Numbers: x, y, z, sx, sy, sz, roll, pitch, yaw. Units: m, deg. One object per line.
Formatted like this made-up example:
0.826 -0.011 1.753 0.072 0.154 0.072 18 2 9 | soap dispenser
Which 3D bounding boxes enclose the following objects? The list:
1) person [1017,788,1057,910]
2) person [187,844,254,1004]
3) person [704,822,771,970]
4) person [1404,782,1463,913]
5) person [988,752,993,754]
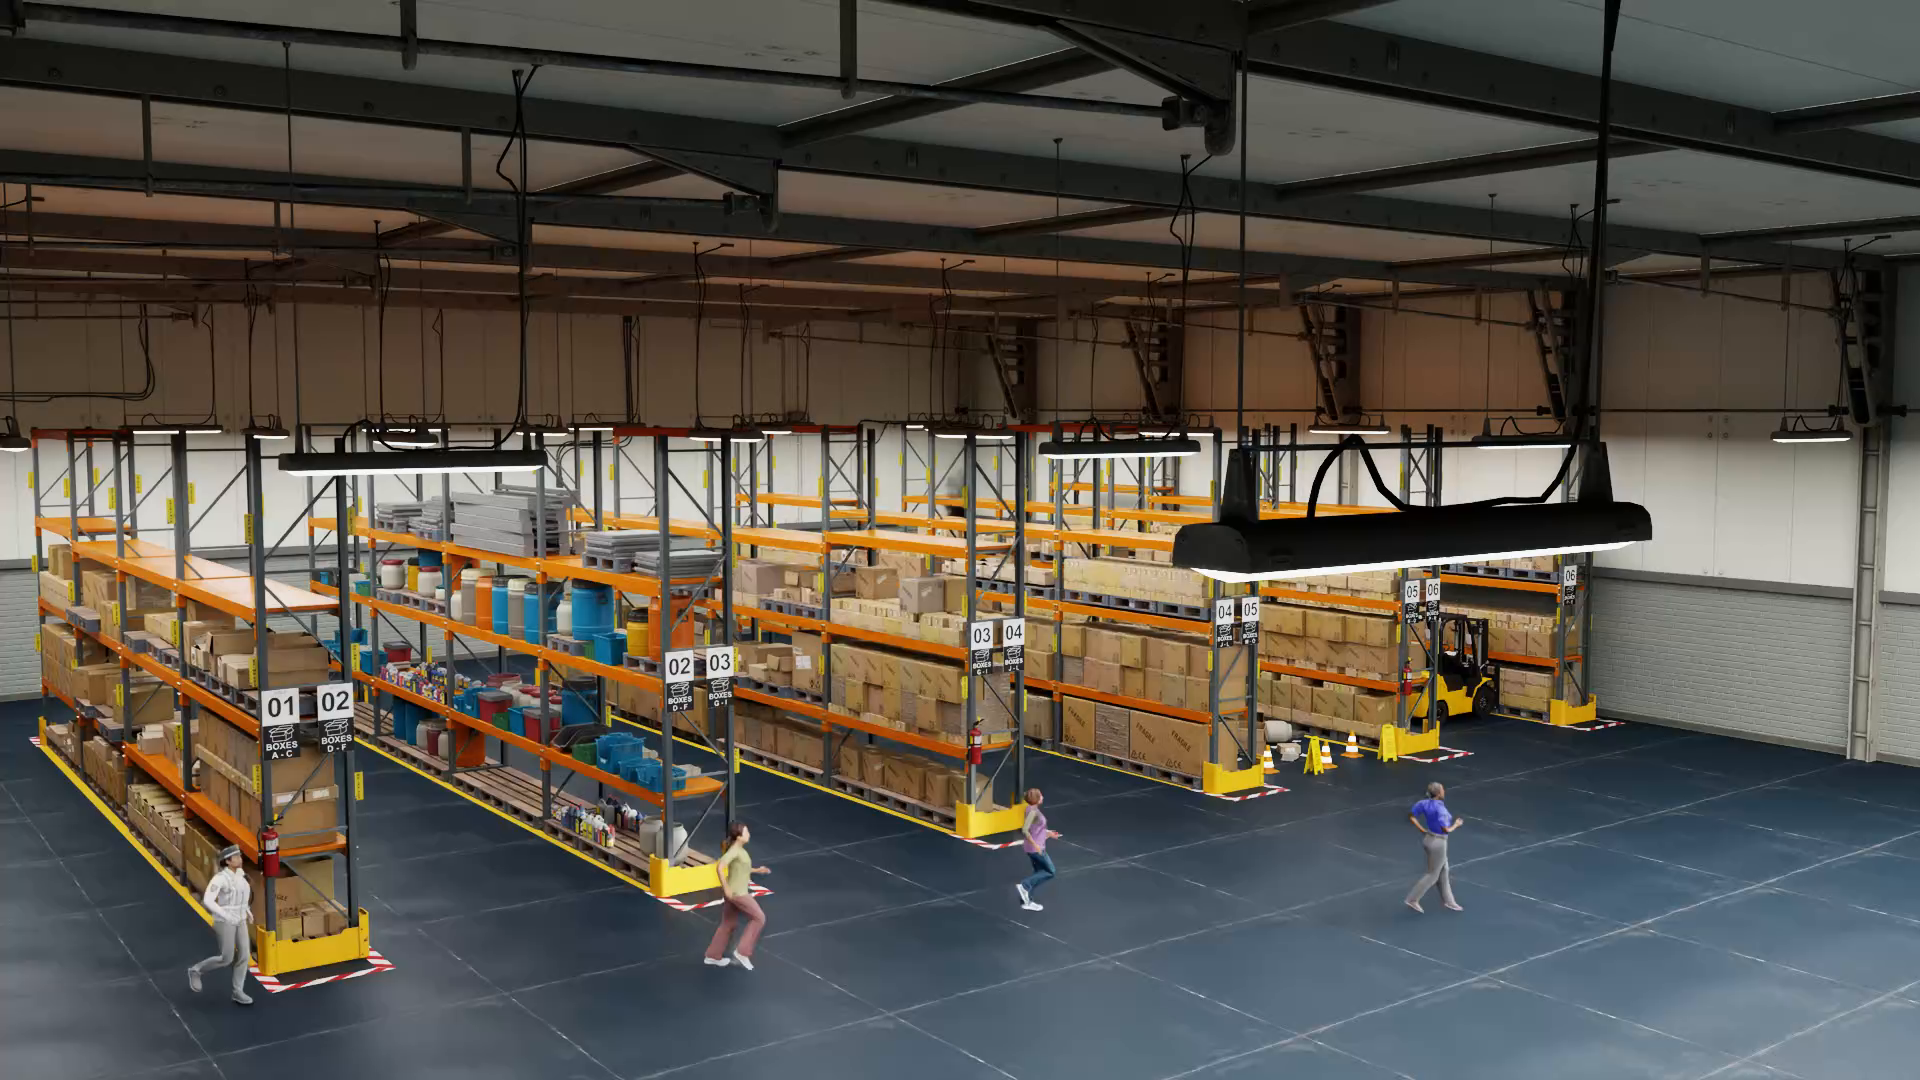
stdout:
0.977 3.908 21.020 0.535 1.558 0.536 0 4 -4 | person
-7.857 4.100 17.934 0.783 1.640 0.674 1 5 14 | person
-2.514 4.022 18.777 0.775 1.685 0.542 -1 5 -14 | person
5.934 3.848 20.770 0.850 1.679 0.570 -1 5 -11 | person
0.500 3.054 30.467 0.645 1.786 0.634 4 6 44 | person
